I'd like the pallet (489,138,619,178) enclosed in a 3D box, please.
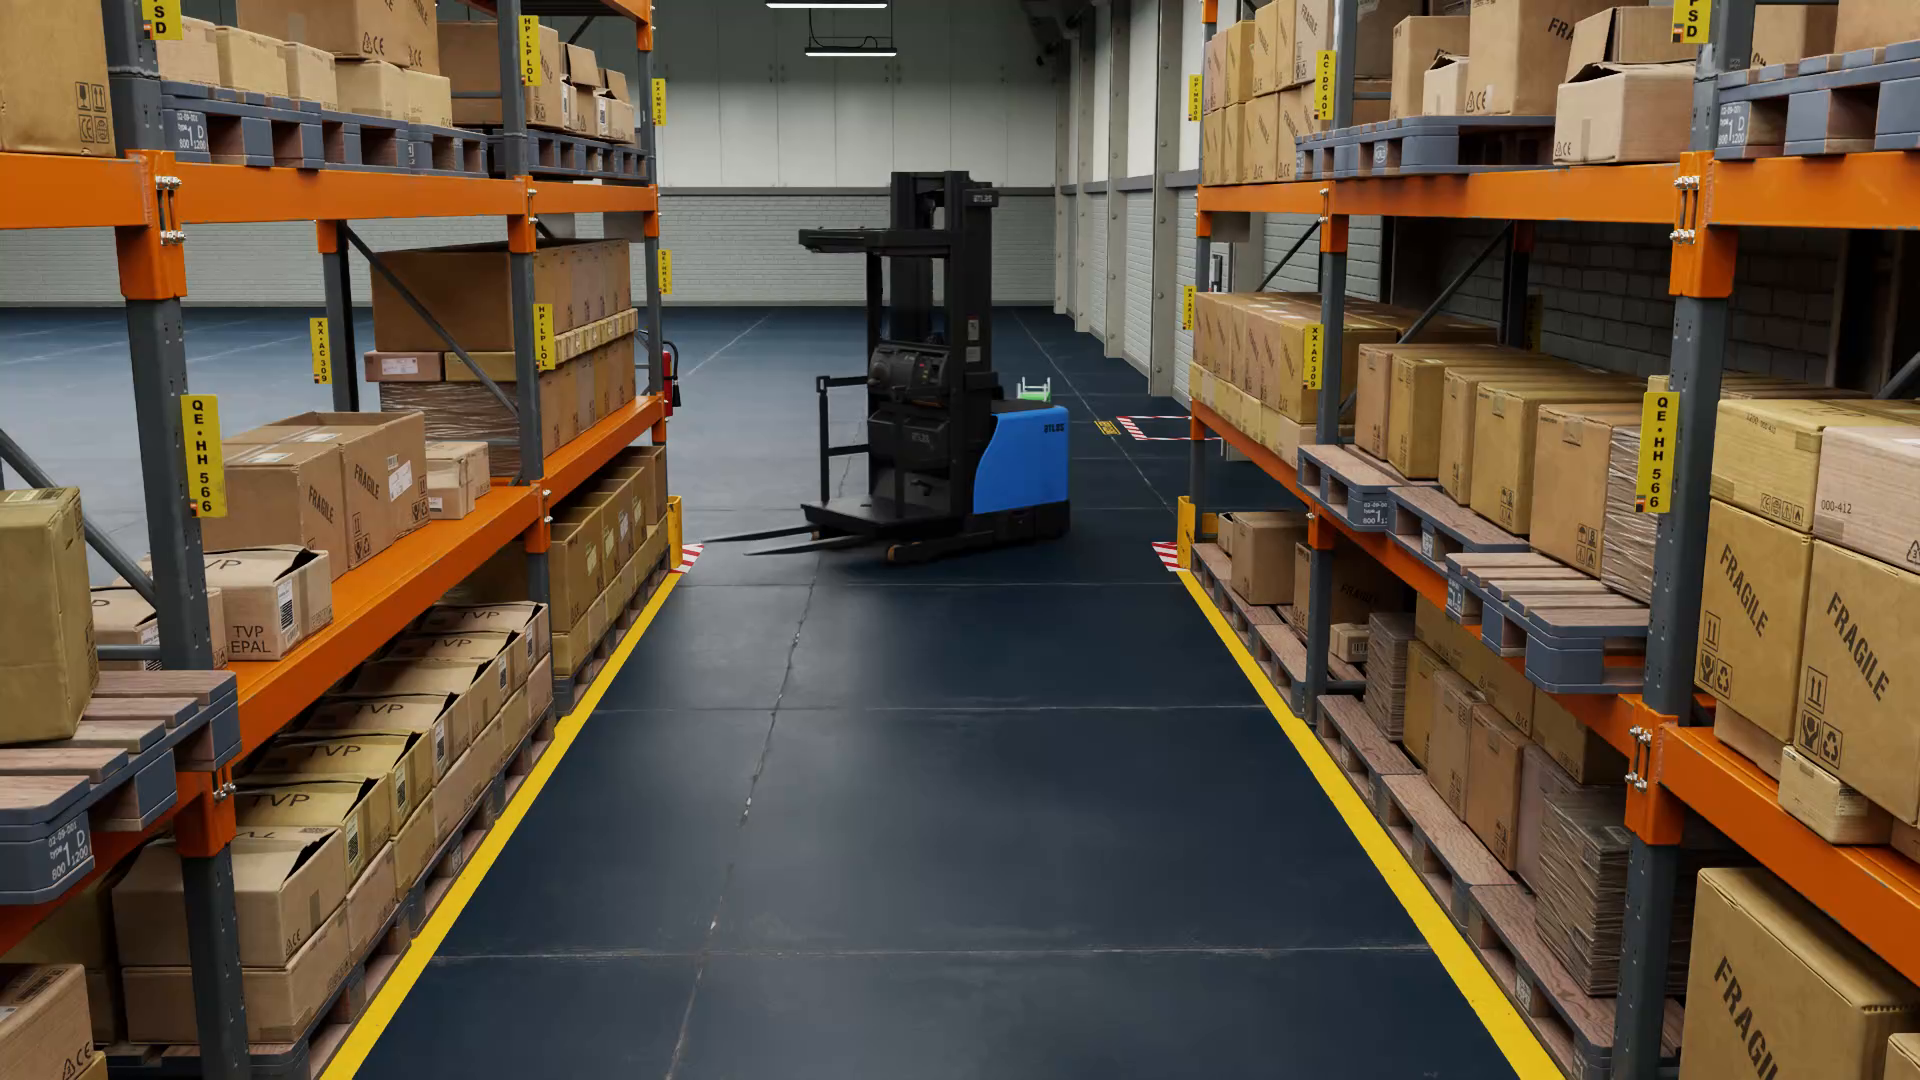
[{"bbox_3d":[-2.689,-2.321,10.133,1.003,0.211,1.213,0,11,-1],"label":"pallet"}]

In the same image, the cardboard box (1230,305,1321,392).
[{"bbox_3d":[1.983,-1.203,10.386,0.500,0.500,0.500,0,11,1],"label":"cardboard box"}]

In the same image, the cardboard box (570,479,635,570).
[{"bbox_3d":[-2.353,-0.100,10.482,0.500,0.500,0.500,0,11,-1],"label":"cardboard box"}]

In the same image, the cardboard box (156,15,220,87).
[{"bbox_3d":[-2.635,-1.484,5.107,0.500,0.250,0.500,0,11,0],"label":"cardboard box"}]

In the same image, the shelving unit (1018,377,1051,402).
[{"bbox_3d":[0.637,-0.780,14.386,0.258,1.200,0.503,1,12,6],"label":"shelving unit"}]

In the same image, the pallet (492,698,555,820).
[{"bbox_3d":[-2.569,1.030,7.951,1.003,0.211,1.213,0,11,-1],"label":"pallet"}]

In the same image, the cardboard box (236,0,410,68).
[{"bbox_3d":[-2.615,-2.217,6.832,0.500,0.500,0.500,1,12,4],"label":"cardboard box"}]

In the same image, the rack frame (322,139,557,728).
[{"bbox_3d":[-2.623,-0.483,8.395,1.000,3.000,0.127,0,11,-1],"label":"rack frame"}]

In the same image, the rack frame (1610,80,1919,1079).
[{"bbox_3d":[2.412,0.291,4.579,1.000,3.000,0.127,0,11,-1],"label":"rack frame"}]

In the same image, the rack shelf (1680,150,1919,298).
[{"bbox_3d":[2.453,-0.429,2.393,1.077,0.370,4.000,0,11,-1],"label":"rack shelf"}]

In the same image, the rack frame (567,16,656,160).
[{"bbox_3d":[-2.706,-4.218,11.718,1.000,3.000,0.127,0,11,-1],"label":"rack frame"}]

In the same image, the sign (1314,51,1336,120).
[{"bbox_3d":[1.787,-2.224,8.131,0.100,0.325,0.005,0,11,-1],"label":"sign"}]

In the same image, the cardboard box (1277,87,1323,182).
[{"bbox_3d":[2.074,-2.233,9.174,0.500,0.500,0.500,-1,12,-6],"label":"cardboard box"}]

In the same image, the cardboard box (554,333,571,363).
[{"bbox_3d":[-2.458,-1.107,9.588,0.380,0.149,0.250,-1,11,-3],"label":"cardboard box"}]

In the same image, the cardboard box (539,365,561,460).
[{"bbox_3d":[-2.656,-0.725,9.336,0.700,0.500,0.500,0,11,-2],"label":"cardboard box"}]

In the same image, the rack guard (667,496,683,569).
[{"bbox_3d":[-2.707,-0.058,12.586,1.175,0.500,0.348,0,11,-1],"label":"rack guard"}]

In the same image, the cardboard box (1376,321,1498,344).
[{"bbox_3d":[2.528,-0.902,8.902,0.500,0.500,0.500,-1,11,-2],"label":"cardboard box"}]

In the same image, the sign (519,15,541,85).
[{"bbox_3d":[-2.081,-2.365,8.034,0.100,0.325,0.005,0,11,-1],"label":"sign"}]

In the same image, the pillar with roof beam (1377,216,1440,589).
[{"bbox_3d":[-1.178,-4.086,11.066,9.100,9.000,0.400,0,11,-1],"label":"pillar with roof beam"}]

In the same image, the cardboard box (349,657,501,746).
[{"bbox_3d":[-2.303,0.666,7.181,0.500,0.311,0.500,0,11,-1],"label":"cardboard box"}]

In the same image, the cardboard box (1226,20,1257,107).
[{"bbox_3d":[1.993,-3.039,10.632,0.500,0.500,0.500,0,11,0],"label":"cardboard box"}]

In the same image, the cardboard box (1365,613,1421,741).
[{"bbox_3d":[2.361,0.652,7.983,0.700,0.500,0.500,0,11,1],"label":"cardboard box"}]

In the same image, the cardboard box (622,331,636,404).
[{"bbox_3d":[-2.709,-1.234,11.846,0.700,0.500,0.500,0,11,-1],"label":"cardboard box"}]

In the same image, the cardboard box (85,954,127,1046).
[{"bbox_3d":[-2.795,1.350,5.218,0.500,0.250,0.500,0,11,0],"label":"cardboard box"}]

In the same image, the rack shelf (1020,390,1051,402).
[{"bbox_3d":[0.637,-1.188,14.303,0.258,0.148,0.480,1,12,6],"label":"rack shelf"}]

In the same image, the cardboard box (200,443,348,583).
[{"bbox_3d":[-2.592,-0.070,6.109,0.500,0.500,0.500,-1,11,-4],"label":"cardboard box"}]

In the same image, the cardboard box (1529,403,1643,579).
[{"bbox_3d":[2.353,-0.178,5.533,0.700,0.500,0.500,-1,12,-7],"label":"cardboard box"}]

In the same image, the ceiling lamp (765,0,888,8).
[{"bbox_3d":[-2.185,-10.328,27.155,2.000,3.185,0.800,0,11,-1],"label":"ceiling lamp"}]

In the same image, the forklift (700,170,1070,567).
[{"bbox_3d":[-0.561,-1.353,12.856,3.031,2.935,1.130,-9,15,-38],"label":"forklift"}]

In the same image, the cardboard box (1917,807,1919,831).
[{"bbox_3d":[2.177,0.387,3.057,0.500,0.500,0.500,0,11,-1],"label":"cardboard box"}]

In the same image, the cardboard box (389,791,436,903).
[{"bbox_3d":[-2.286,1.145,6.228,0.500,0.250,0.500,-1,11,-3],"label":"cardboard box"}]

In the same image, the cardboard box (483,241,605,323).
[{"bbox_3d":[-2.681,-1.655,10.656,0.700,0.500,0.500,0,11,-1],"label":"cardboard box"}]

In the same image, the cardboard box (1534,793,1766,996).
[{"bbox_3d":[2.345,1.158,5.489,0.700,0.500,0.500,0,11,0],"label":"cardboard box"}]

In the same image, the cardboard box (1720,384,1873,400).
[{"bbox_3d":[2.375,-0.360,4.799,0.380,0.149,0.250,-2,12,-9],"label":"cardboard box"}]

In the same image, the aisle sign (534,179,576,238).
[{"bbox_3d":[-3.014,-2.564,12.114,0.394,0.787,0.004,0,11,-1],"label":"aisle sign"}]

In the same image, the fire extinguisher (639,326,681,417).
[{"bbox_3d":[-2.244,-1.265,12.447,0.296,0.674,0.183,0,11,-1],"label":"fire extinguisher"}]

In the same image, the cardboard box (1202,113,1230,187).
[{"bbox_3d":[2.003,-2.760,11.775,0.500,0.500,0.500,0,11,0],"label":"cardboard box"}]

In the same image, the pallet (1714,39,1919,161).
[{"bbox_3d":[2.478,-0.959,3.670,1.213,0.211,1.003,0,11,1],"label":"pallet"}]

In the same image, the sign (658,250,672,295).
[{"bbox_3d":[-2.163,-1.961,12.173,0.100,0.325,0.005,0,11,-1],"label":"sign"}]

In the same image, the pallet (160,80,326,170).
[{"bbox_3d":[-2.644,-1.200,4.859,1.213,0.211,1.003,0,11,1],"label":"pallet"}]

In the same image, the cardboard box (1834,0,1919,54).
[{"bbox_3d":[2.479,-1.349,3.762,0.700,0.500,0.500,-1,12,-6],"label":"cardboard box"}]

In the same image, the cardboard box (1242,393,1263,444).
[{"bbox_3d":[1.989,-0.732,9.950,0.500,0.250,0.500,0,11,-1],"label":"cardboard box"}]

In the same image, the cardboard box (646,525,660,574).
[{"bbox_3d":[-2.377,0.069,11.536,0.500,0.250,0.500,0,11,-1],"label":"cardboard box"}]

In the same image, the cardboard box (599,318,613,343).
[{"bbox_3d":[-2.487,-1.365,10.858,0.380,0.149,0.250,0,11,1],"label":"cardboard box"}]

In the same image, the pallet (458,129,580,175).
[{"bbox_3d":[-2.667,-2.079,8.940,1.003,0.211,1.213,0,11,-1],"label":"pallet"}]

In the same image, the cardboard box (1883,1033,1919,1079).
[{"bbox_3d":[2.308,1.460,3.170,0.750,0.750,0.750,0,11,-1],"label":"cardboard box"}]

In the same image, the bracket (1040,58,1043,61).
[{"bbox_3d":[2.106,-12.266,42.333,0.076,0.066,3.189,0,11,-1],"label":"bracket"}]

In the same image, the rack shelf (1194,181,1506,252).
[{"bbox_3d":[2.288,-2.019,10.232,1.077,0.370,4.000,0,11,-1],"label":"rack shelf"}]

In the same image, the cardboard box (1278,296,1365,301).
[{"bbox_3d":[2.469,-1.410,11.405,0.500,0.500,0.500,0,11,0],"label":"cardboard box"}]

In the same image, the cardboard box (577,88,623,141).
[{"bbox_3d":[-2.407,-2.640,10.301,0.500,0.311,0.500,1,12,6],"label":"cardboard box"}]

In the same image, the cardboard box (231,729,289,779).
[{"bbox_3d":[-2.823,0.872,6.163,0.500,0.311,0.500,0,11,-2],"label":"cardboard box"}]

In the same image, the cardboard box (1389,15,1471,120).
[{"bbox_3d":[2.260,-2.120,7.611,0.500,0.500,0.500,1,12,7],"label":"cardboard box"}]

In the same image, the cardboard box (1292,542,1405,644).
[{"bbox_3d":[2.268,0.299,9.720,0.500,0.500,0.500,-1,12,-5],"label":"cardboard box"}]

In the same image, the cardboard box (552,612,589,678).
[{"bbox_3d":[-2.330,0.565,9.087,0.500,0.250,0.500,0,11,-1],"label":"cardboard box"}]

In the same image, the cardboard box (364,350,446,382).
[{"bbox_3d":[-2.843,-0.903,8.582,0.380,0.149,0.250,0,11,-1],"label":"cardboard box"}]
